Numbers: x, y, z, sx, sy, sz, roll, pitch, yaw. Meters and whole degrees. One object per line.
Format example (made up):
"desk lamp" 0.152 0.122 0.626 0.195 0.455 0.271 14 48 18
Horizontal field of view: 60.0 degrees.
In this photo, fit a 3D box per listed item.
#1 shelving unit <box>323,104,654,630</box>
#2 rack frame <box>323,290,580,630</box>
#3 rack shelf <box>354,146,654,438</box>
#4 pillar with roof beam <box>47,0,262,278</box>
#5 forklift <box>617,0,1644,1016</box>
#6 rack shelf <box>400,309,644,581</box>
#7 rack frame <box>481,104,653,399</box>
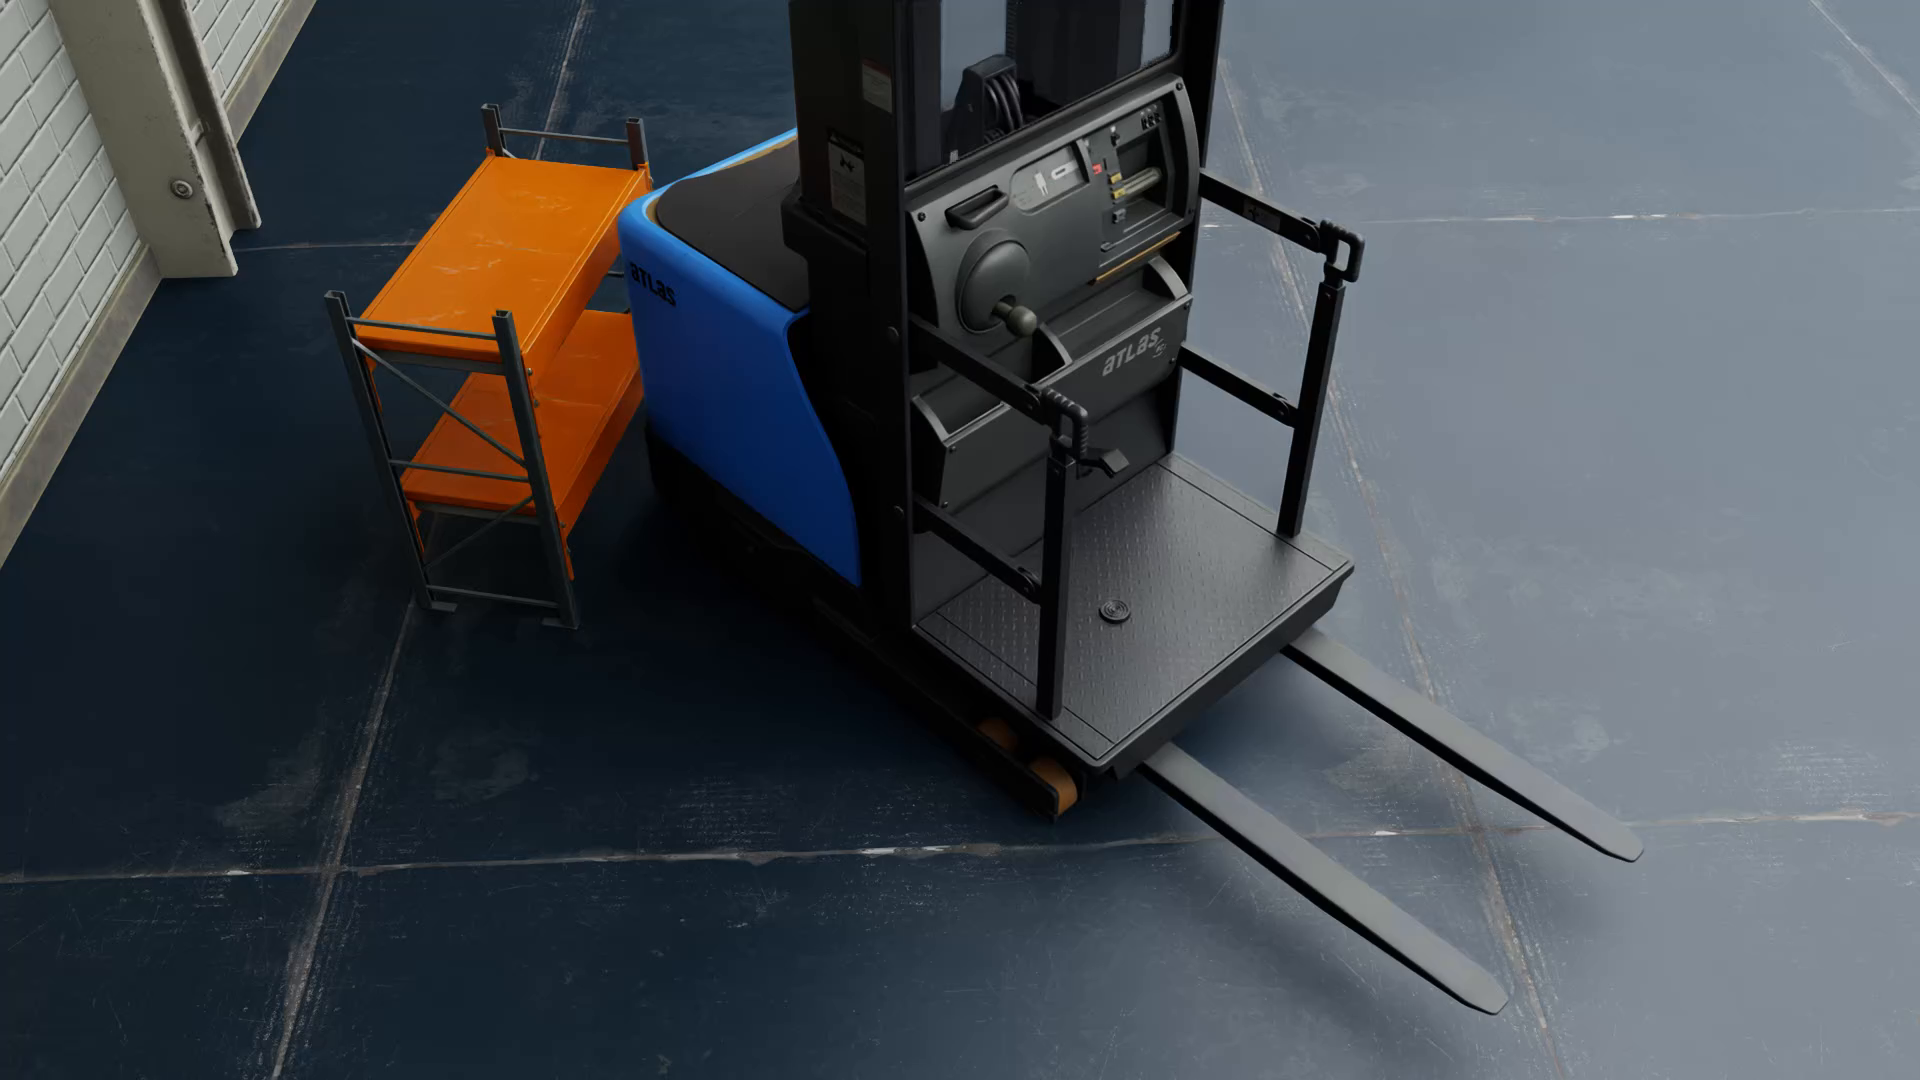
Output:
"shelving unit" -1.290 -0.525 4.991 0.538 1.125 1.048 7 43 8
"rack frame" -1.385 -0.188 4.623 0.500 1.125 0.032 7 43 8
"rack shelf" -1.290 -0.741 4.793 0.538 0.278 1.000 7 43 8
"pillar with roof beam" 1.368 -4.577 3.584 9.100 9.000 0.400 -2 43 -2
"forklift" 0.396 -0.736 3.884 1.130 2.935 3.031 -33 52 -31
"rack shelf" -1.290 -0.345 5.156 0.538 0.278 1.000 7 43 8
"rack frame" -1.194 -0.863 5.359 0.500 1.125 0.032 7 43 8
